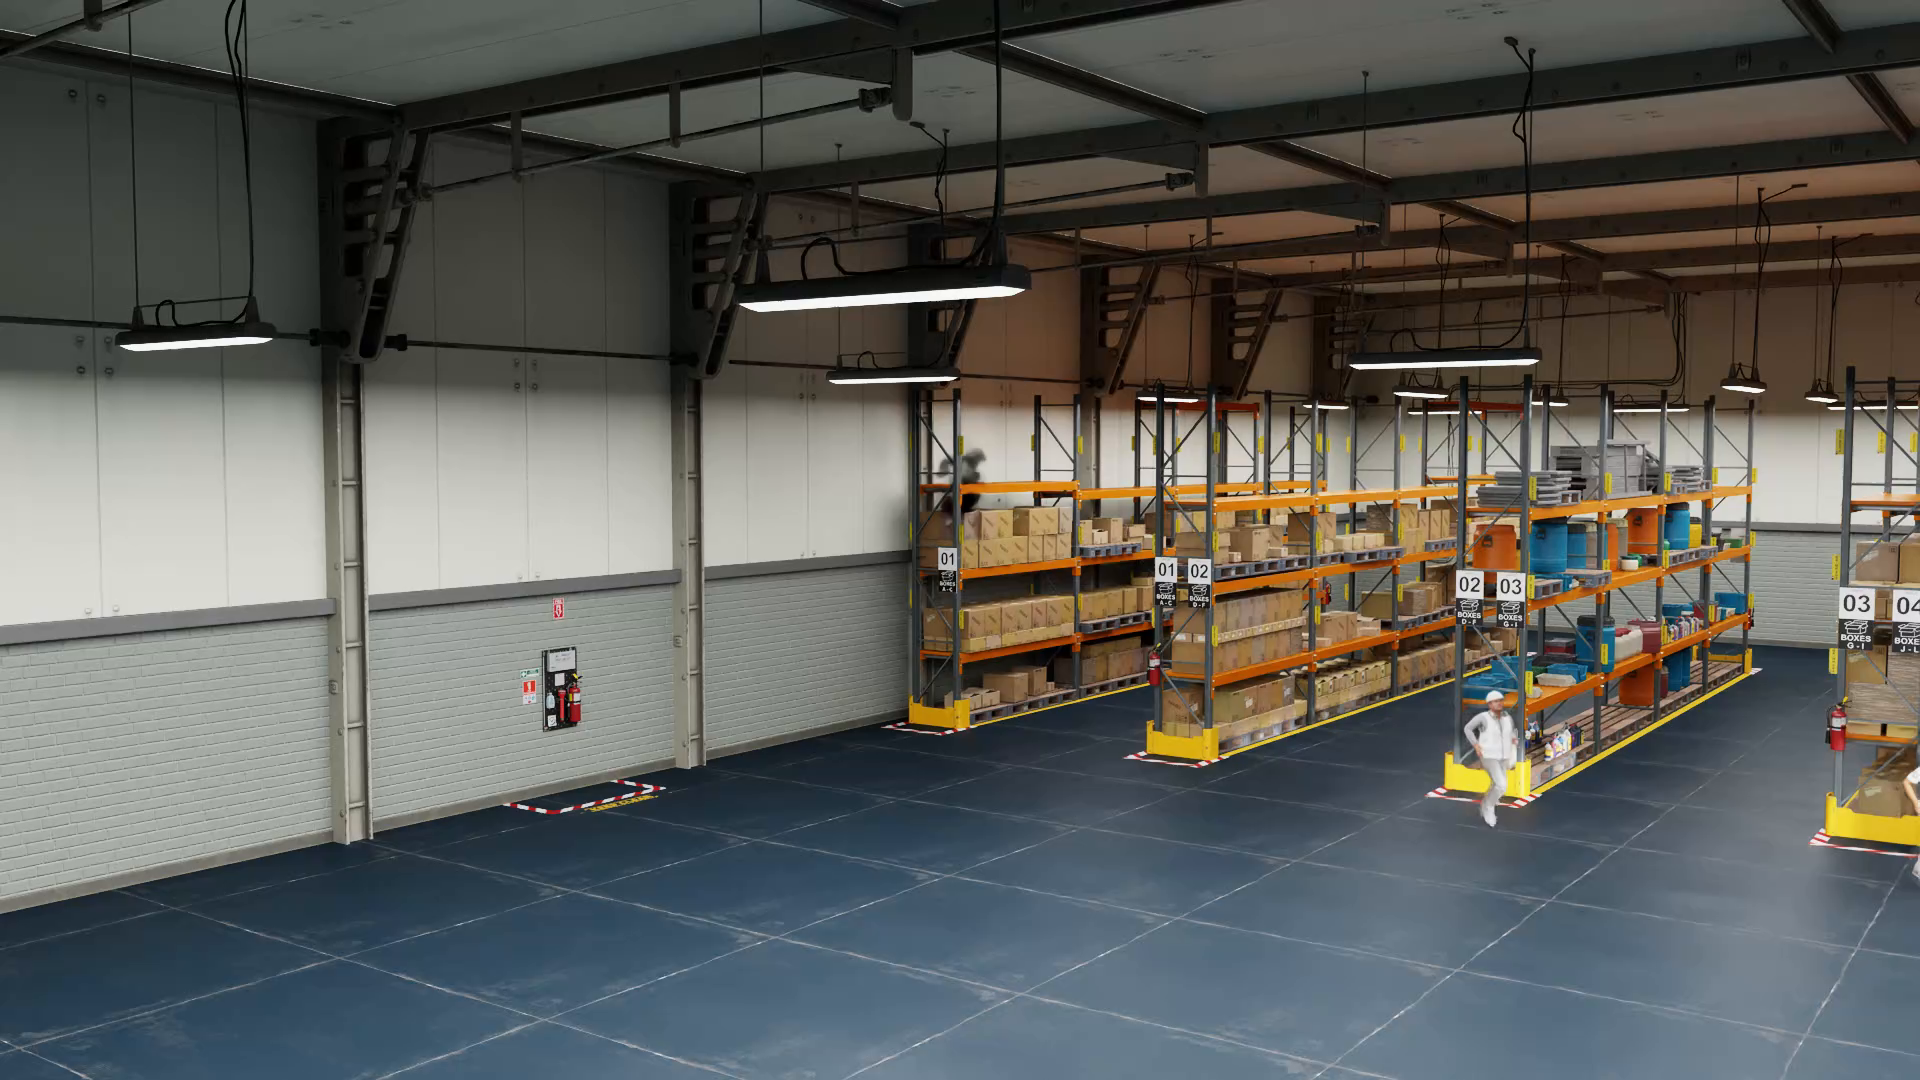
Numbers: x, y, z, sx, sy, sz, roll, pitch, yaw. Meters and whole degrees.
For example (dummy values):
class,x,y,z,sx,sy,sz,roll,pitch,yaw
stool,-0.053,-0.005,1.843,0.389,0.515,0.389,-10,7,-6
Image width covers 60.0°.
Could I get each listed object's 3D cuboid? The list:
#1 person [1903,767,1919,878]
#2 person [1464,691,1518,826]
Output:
class,x,y,z,sx,sy,sz,roll,pitch,yaw
person,10.953,3.120,18.592,0.574,1.728,0.735,-1,3,-21
person,7.073,2.878,21.948,0.650,1.781,0.663,-1,3,-19
